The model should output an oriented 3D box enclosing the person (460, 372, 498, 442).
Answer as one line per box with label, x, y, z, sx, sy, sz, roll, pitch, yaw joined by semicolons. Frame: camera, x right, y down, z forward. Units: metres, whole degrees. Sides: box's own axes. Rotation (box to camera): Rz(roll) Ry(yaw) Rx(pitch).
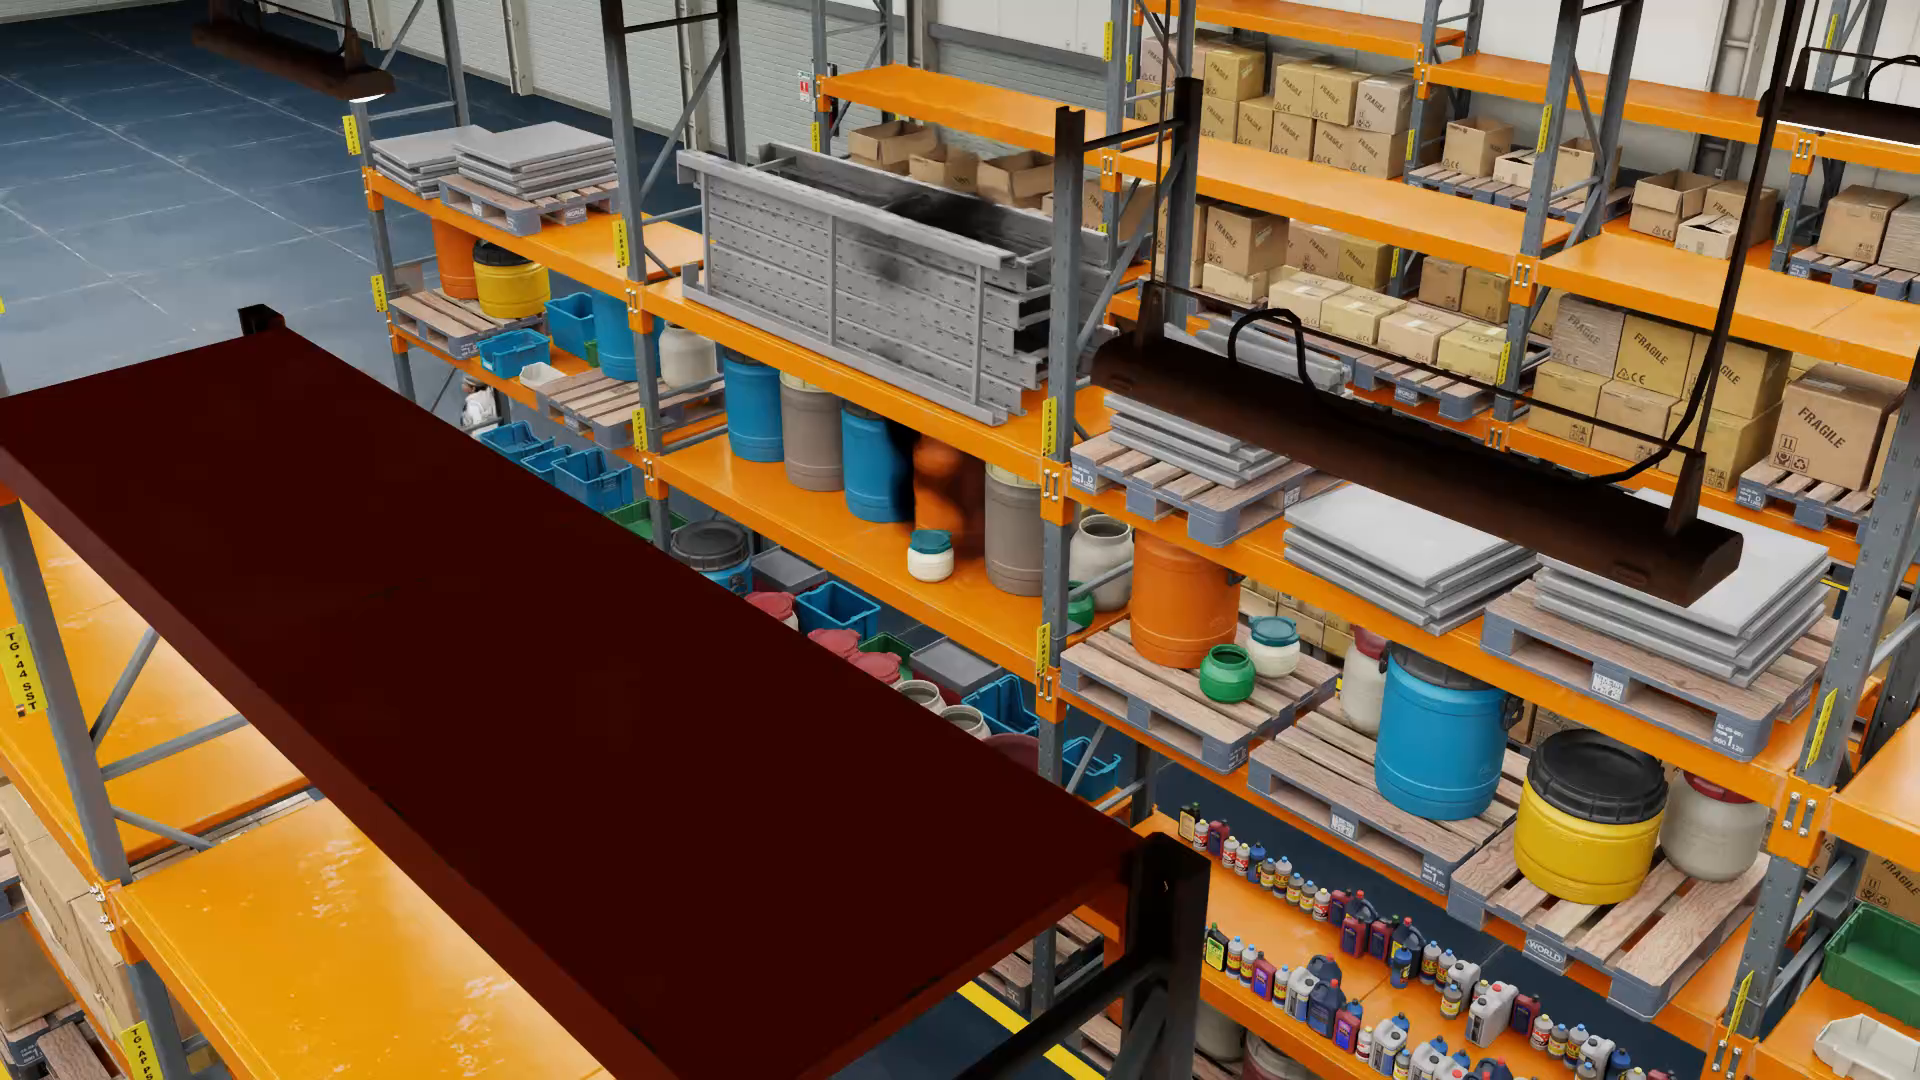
person;-4.810;-1.012;17.025;0.560;1.639;0.676;2;28;3
